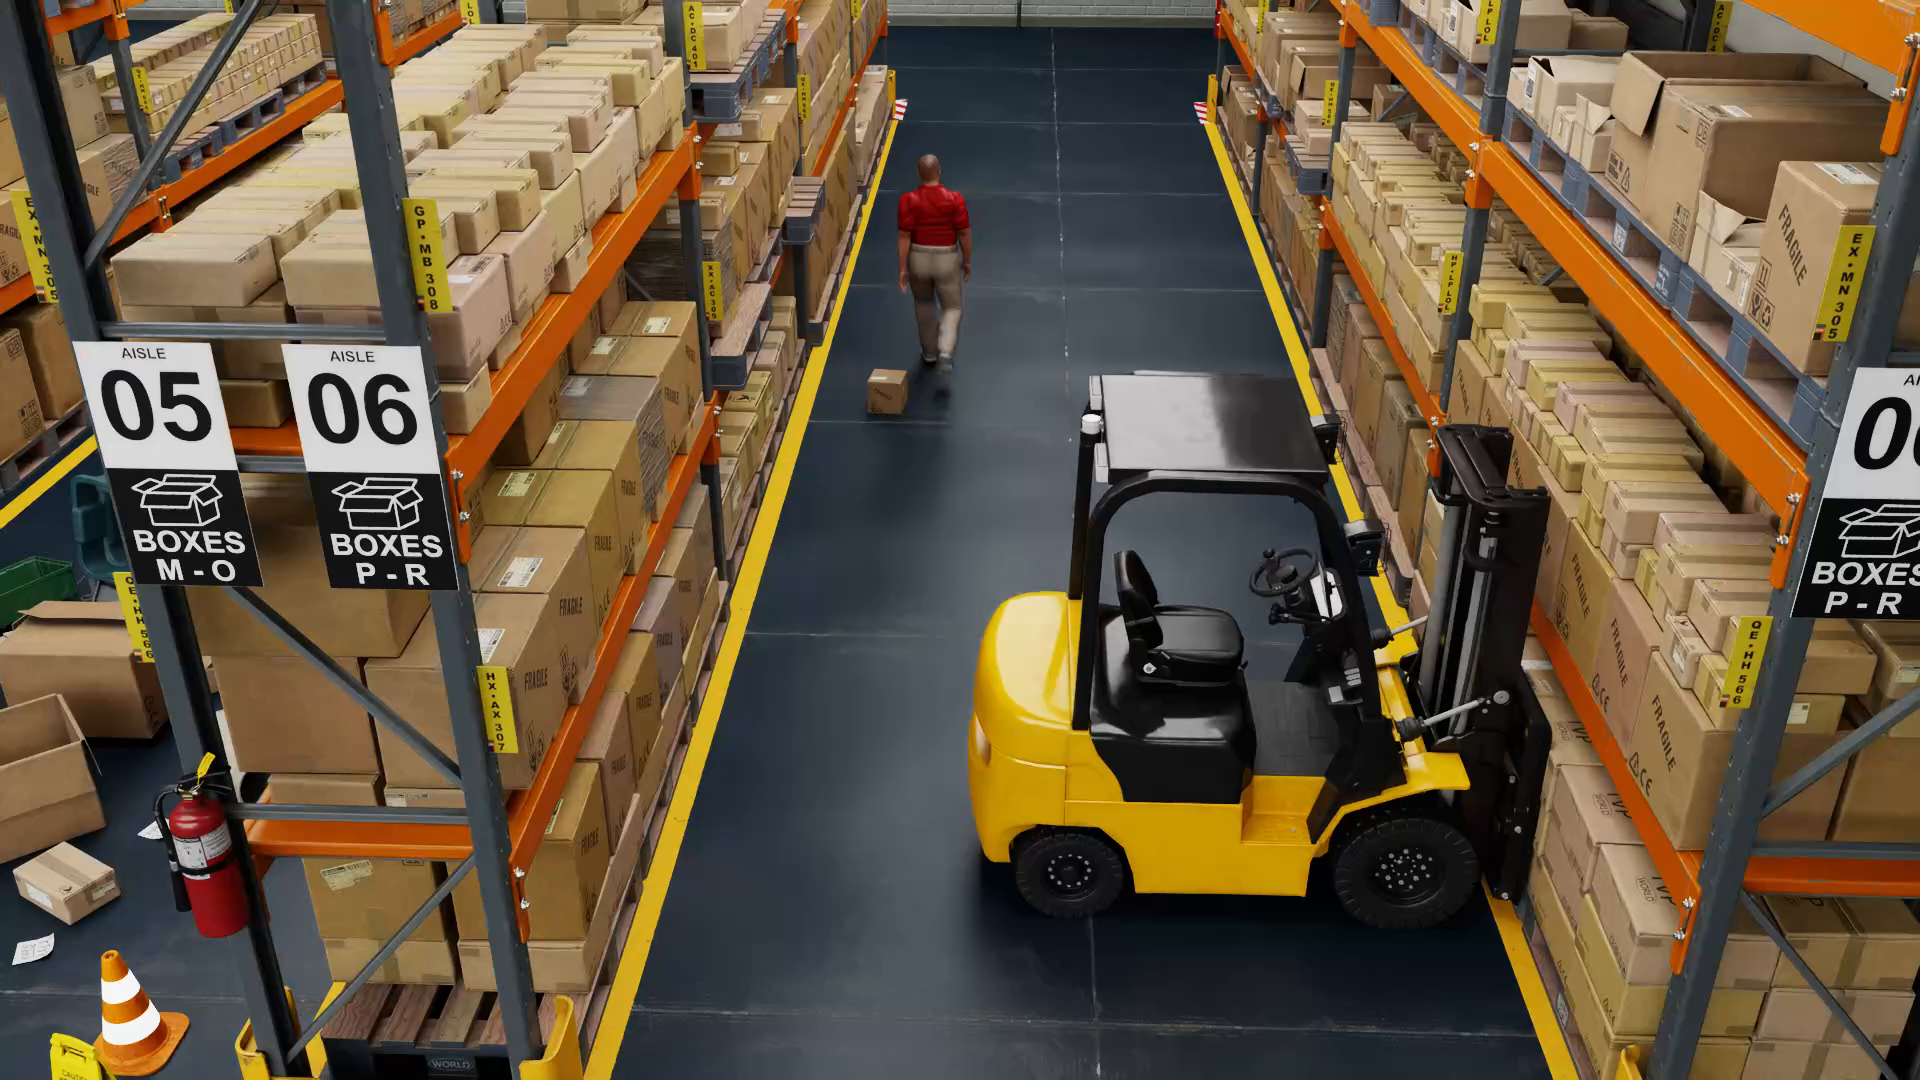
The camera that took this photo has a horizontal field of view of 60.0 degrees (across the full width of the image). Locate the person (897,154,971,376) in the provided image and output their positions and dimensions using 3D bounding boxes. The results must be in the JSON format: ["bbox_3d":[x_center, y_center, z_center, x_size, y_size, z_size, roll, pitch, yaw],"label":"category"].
[{"bbox_3d":[-0.189,-2.084,12.585,0.546,1.685,0.881,3,28,5],"label":"person"}]
